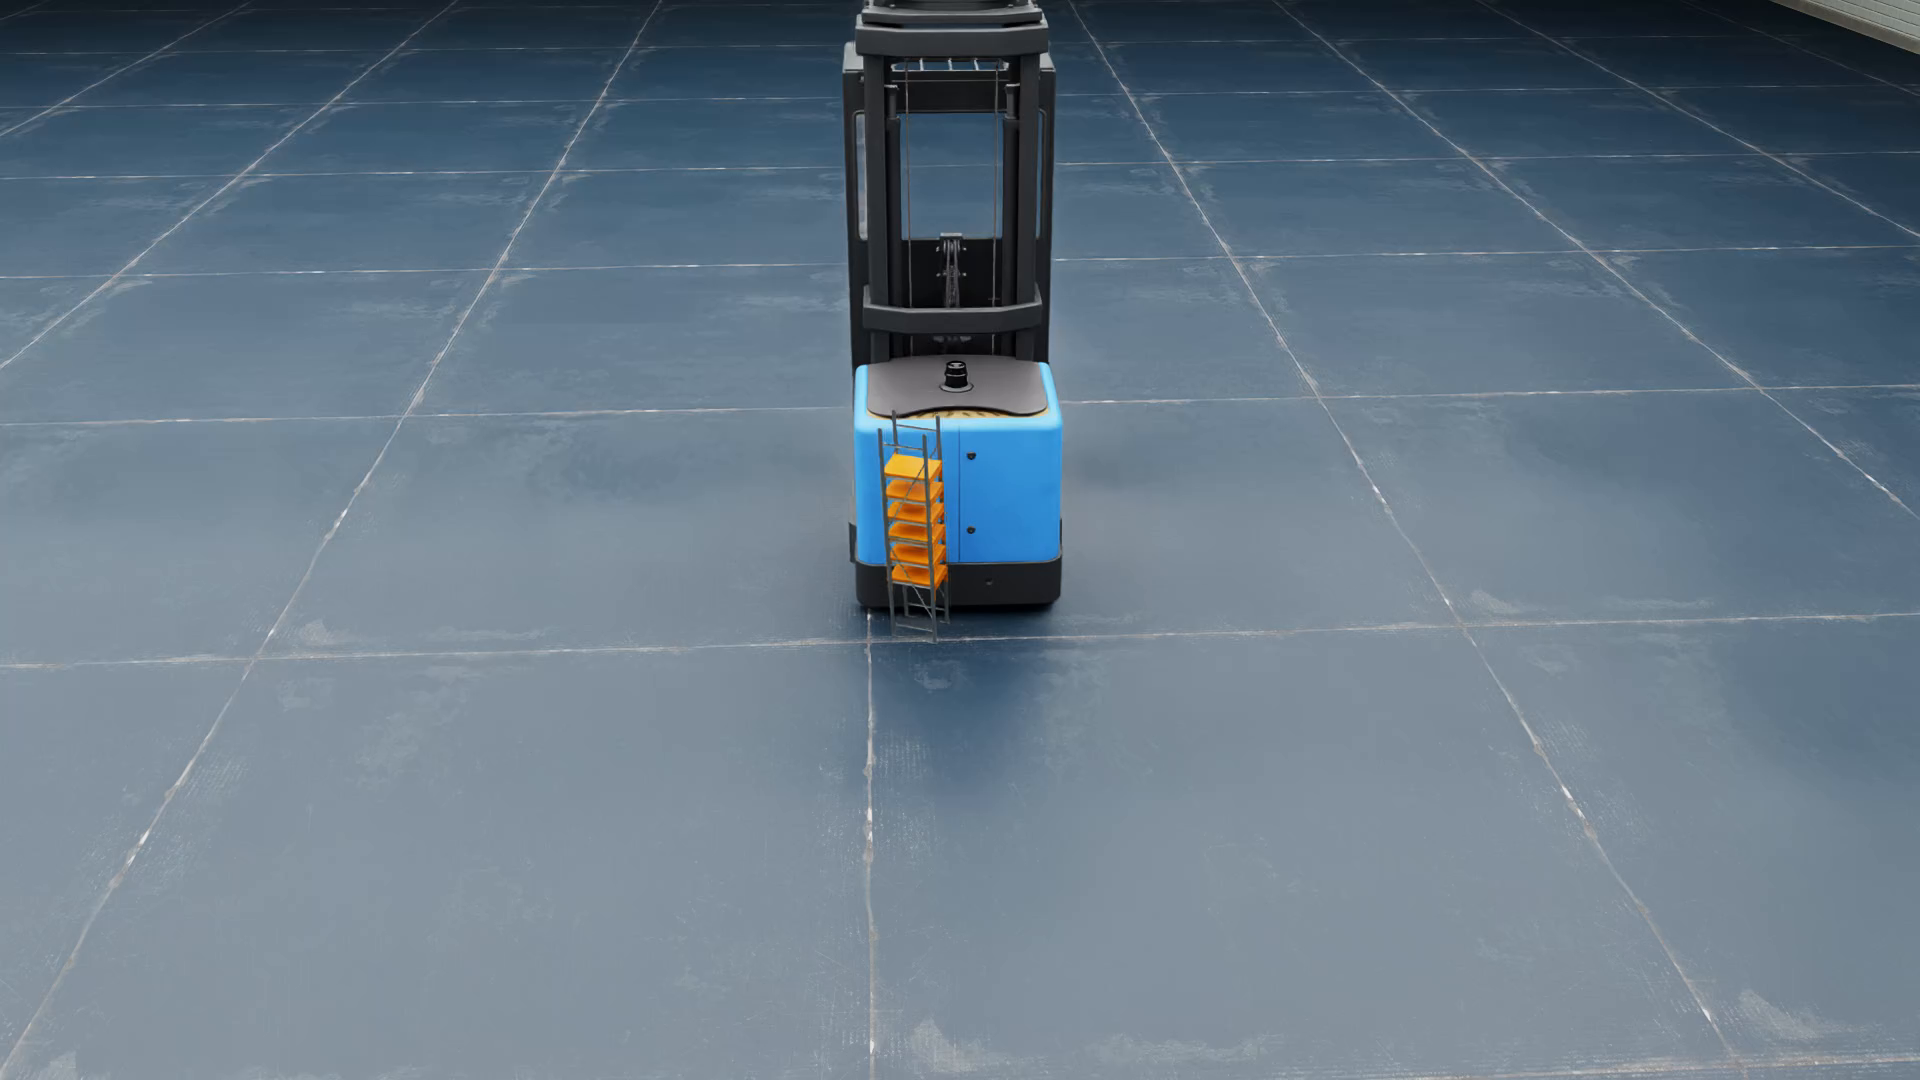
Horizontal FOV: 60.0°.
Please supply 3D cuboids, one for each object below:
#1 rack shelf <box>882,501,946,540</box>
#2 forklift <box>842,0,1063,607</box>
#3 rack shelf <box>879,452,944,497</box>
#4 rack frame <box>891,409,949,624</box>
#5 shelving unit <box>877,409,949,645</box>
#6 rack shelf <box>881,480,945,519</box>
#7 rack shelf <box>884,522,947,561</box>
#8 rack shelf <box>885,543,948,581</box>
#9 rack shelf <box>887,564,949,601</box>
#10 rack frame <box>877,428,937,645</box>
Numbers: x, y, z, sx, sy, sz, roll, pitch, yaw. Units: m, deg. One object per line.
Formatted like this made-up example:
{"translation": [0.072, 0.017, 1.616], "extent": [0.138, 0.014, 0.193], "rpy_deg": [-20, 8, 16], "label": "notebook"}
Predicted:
{"translation": [-0.219, -0.110, 7.984], "extent": [0.258, 0.103, 0.180], "rpy_deg": [9, 35, 17], "label": "rack shelf"}
{"translation": [-0.067, -1.603, 9.154], "extent": [1.130, 2.935, 3.031], "rpy_deg": [-1, 28, -2], "label": "forklift"}
{"translation": [-0.227, -0.310, 7.851], "extent": [0.258, 0.103, 0.180], "rpy_deg": [9, 35, 17], "label": "rack shelf"}
{"translation": [-0.187, -0.095, 8.097], "extent": [0.240, 1.200, 0.006], "rpy_deg": [9, 35, 17], "label": "rack frame"}
{"translation": [-0.217, -0.047, 8.026], "extent": [0.258, 1.200, 0.189], "rpy_deg": [9, 35, 17], "label": "shelving unit"}
{"translation": [-0.223, -0.210, 7.918], "extent": [0.258, 0.103, 0.180], "rpy_deg": [9, 35, 17], "label": "rack shelf"}
{"translation": [-0.216, -0.010, 8.050], "extent": [0.258, 0.103, 0.180], "rpy_deg": [9, 35, 17], "label": "rack shelf"}
{"translation": [-0.212, 0.090, 8.116], "extent": [0.258, 0.103, 0.180], "rpy_deg": [9, 35, 17], "label": "rack shelf"}
{"translation": [-0.208, 0.190, 8.183], "extent": [0.258, 0.103, 0.180], "rpy_deg": [9, 35, 17], "label": "rack shelf"}
{"translation": [-0.247, 0.002, 7.954], "extent": [0.240, 1.200, 0.006], "rpy_deg": [9, 35, 17], "label": "rack frame"}
